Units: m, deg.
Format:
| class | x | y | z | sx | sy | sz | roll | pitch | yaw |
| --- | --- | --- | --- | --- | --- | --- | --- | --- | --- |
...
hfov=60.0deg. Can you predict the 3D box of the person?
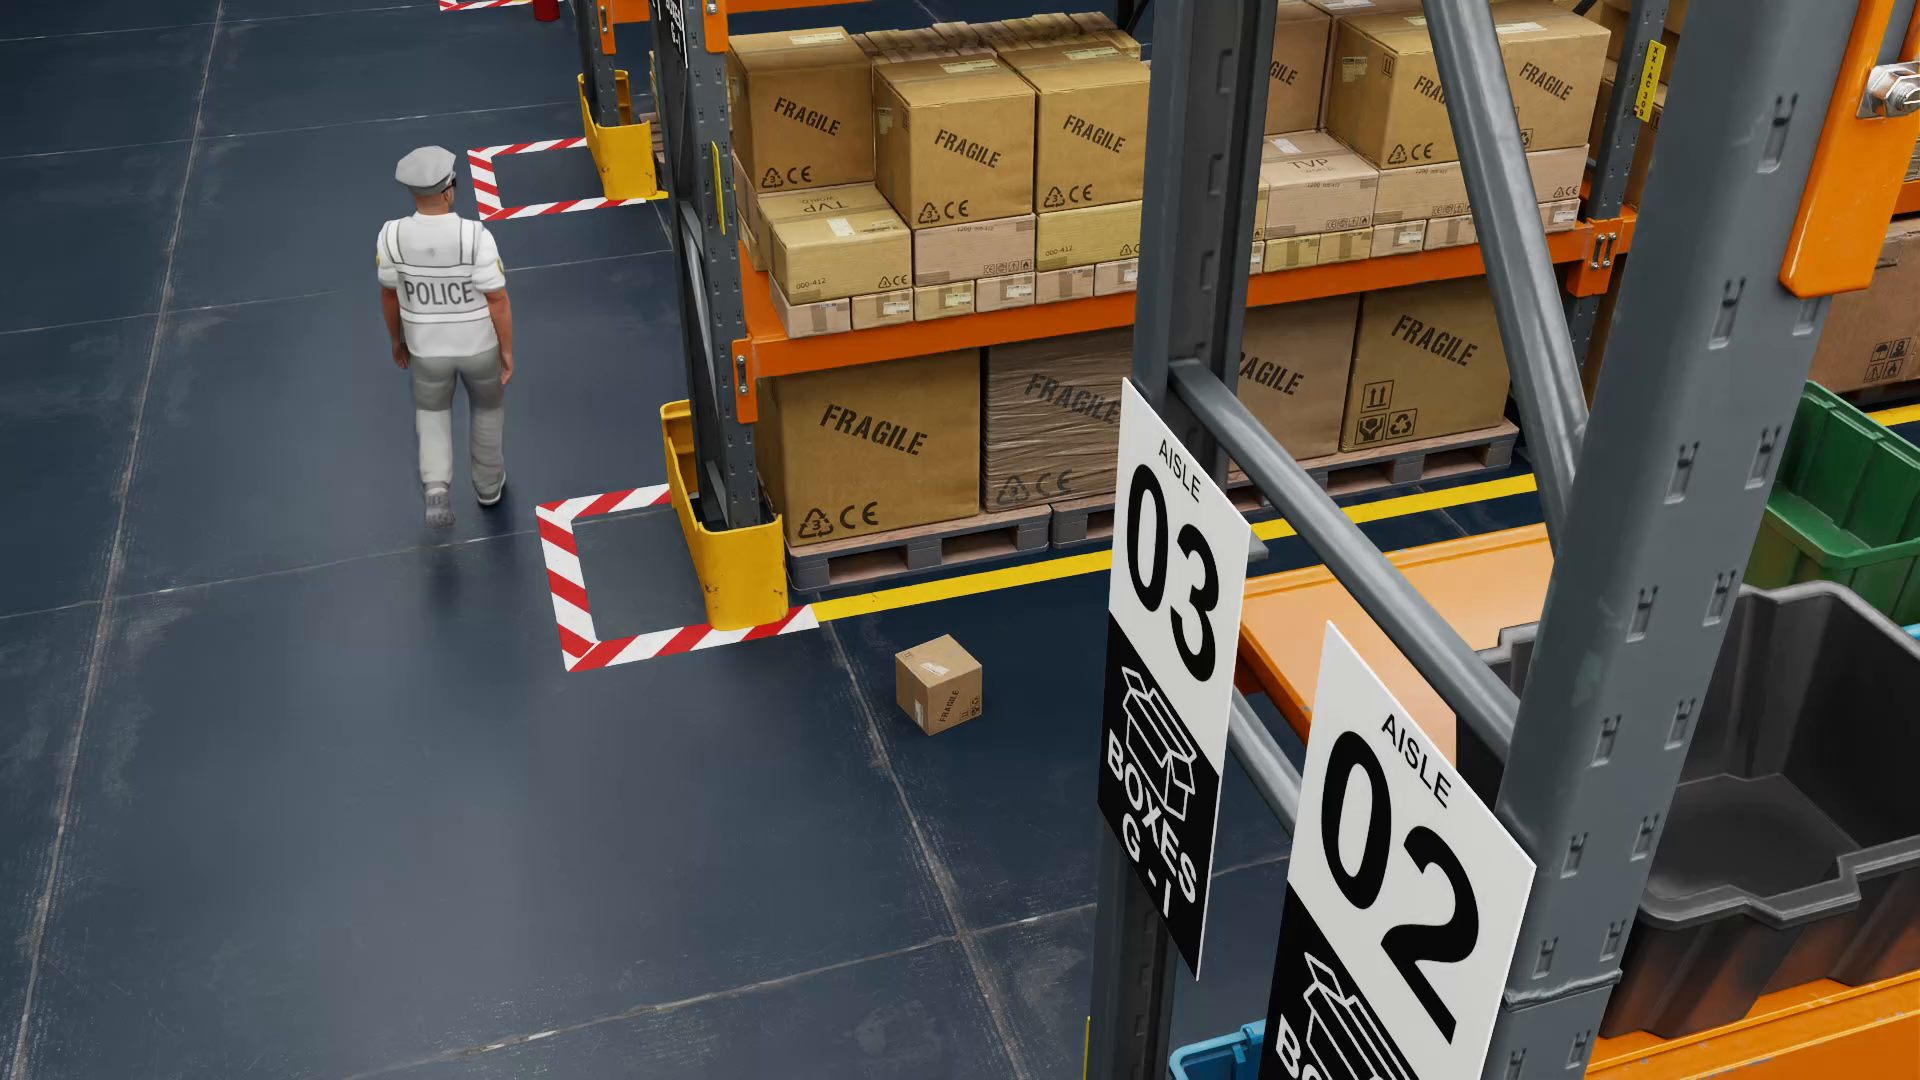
| class | x | y | z | sx | sy | sz | roll | pitch | yaw |
| --- | --- | --- | --- | --- | --- | --- | --- | --- | --- |
| person | -2.264 | -0.877 | 7.397 | 0.578 | 1.747 | 0.695 | -3 | 34 | -5 |
